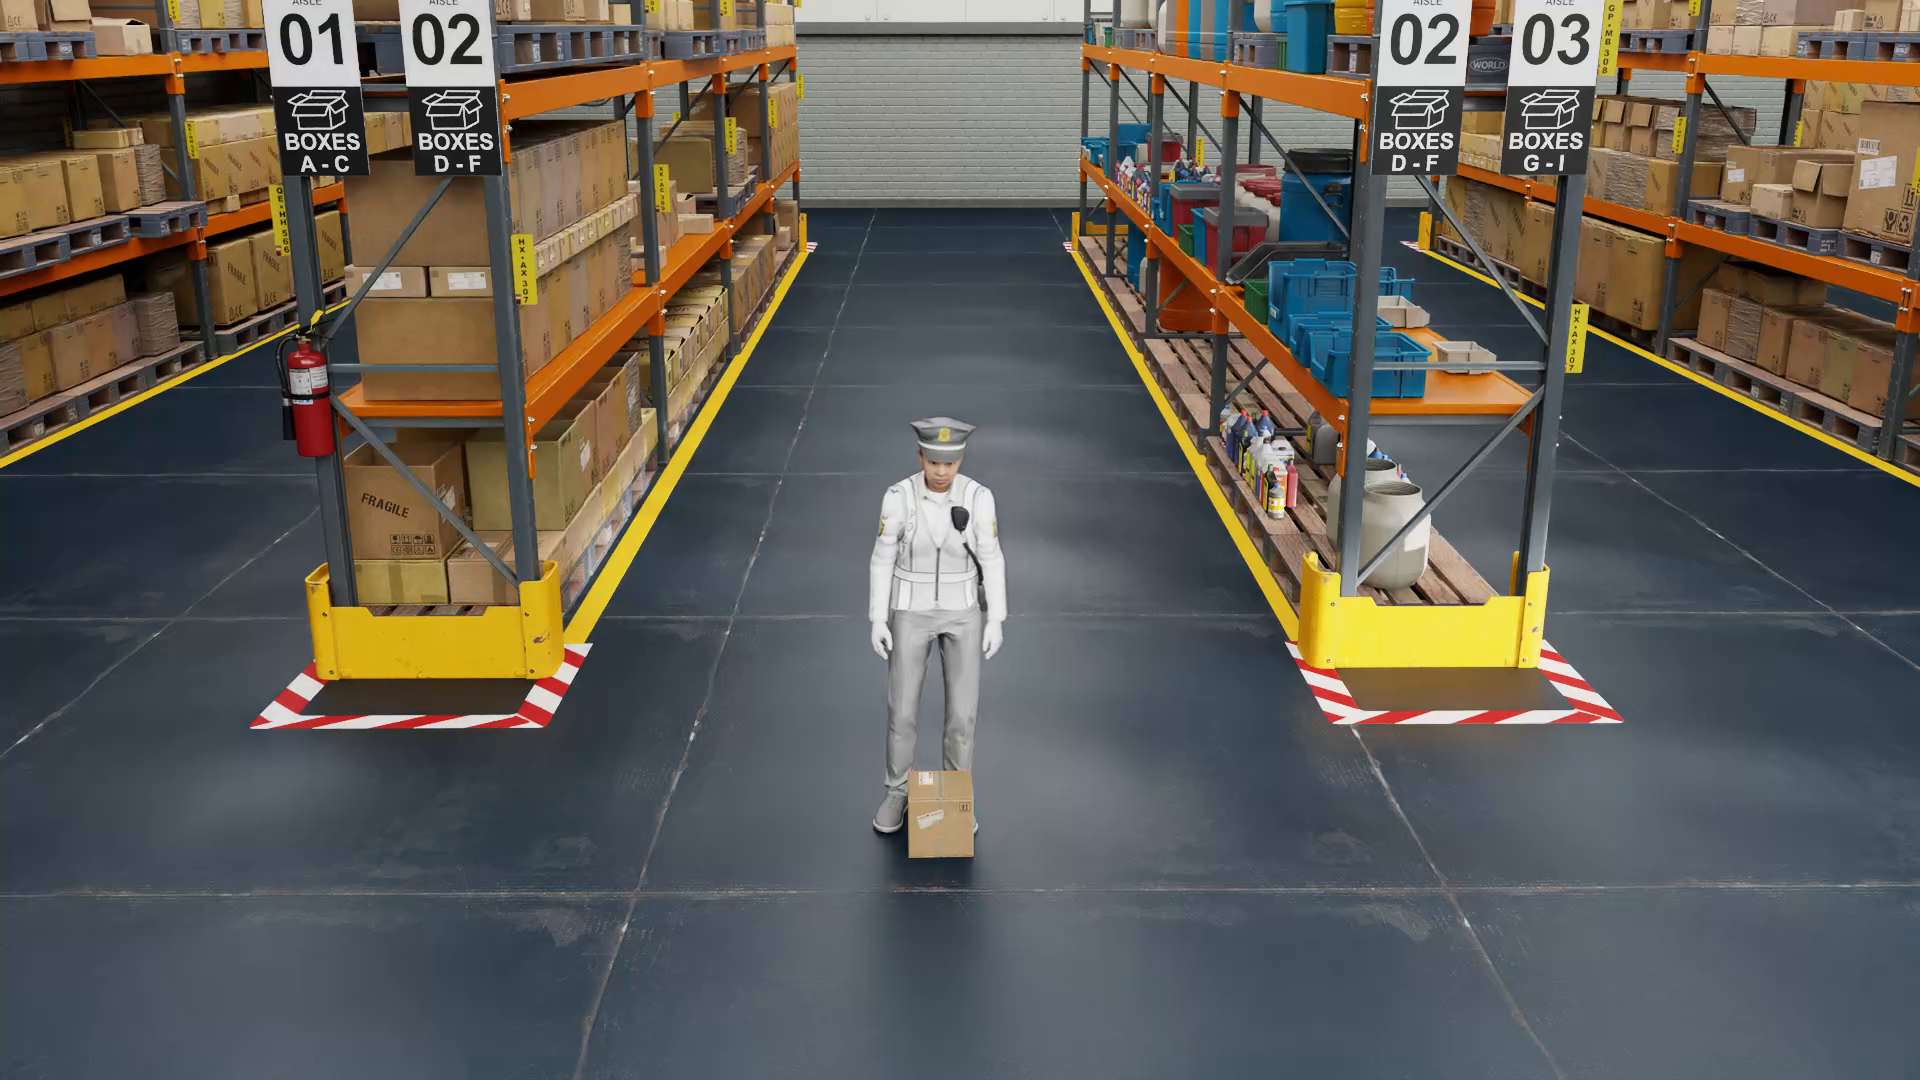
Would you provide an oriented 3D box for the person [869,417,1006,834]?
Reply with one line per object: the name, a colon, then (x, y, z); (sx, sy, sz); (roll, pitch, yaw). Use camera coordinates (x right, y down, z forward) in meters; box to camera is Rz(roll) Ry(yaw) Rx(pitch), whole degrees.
person: (-0.087, 0.327, 6.486); (0.535, 1.663, 0.404); (0, 17, -2)
